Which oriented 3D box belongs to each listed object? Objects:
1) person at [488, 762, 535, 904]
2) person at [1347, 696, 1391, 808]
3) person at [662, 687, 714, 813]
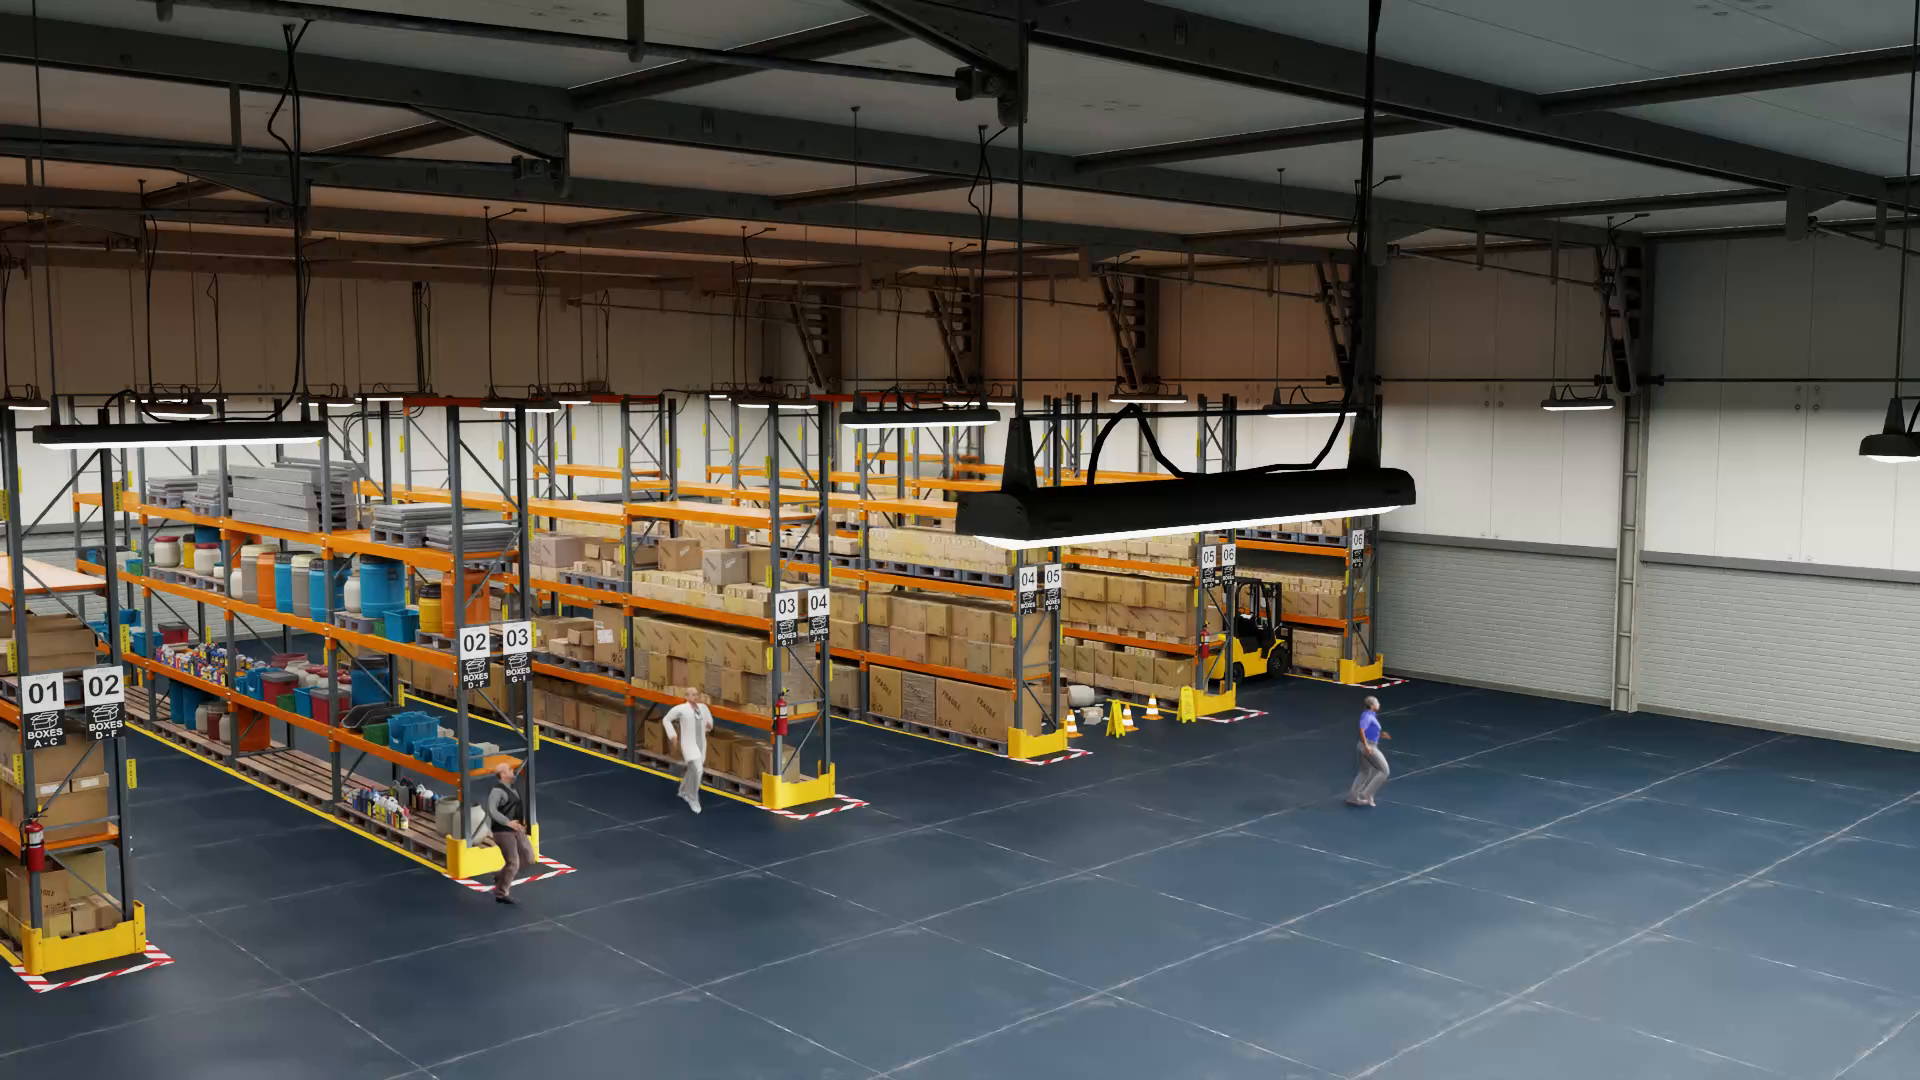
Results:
[{"bbox_3d":[-5.446,3.549,20.205,0.498,1.688,0.656,1,6,7],"label":"person"},{"bbox_3d":[6.100,3.144,24.698,0.667,1.644,0.575,-1,6,-6],"label":"person"},{"bbox_3d":[-3.944,3.083,24.539,0.829,1.846,0.670,5,7,41],"label":"person"}]
